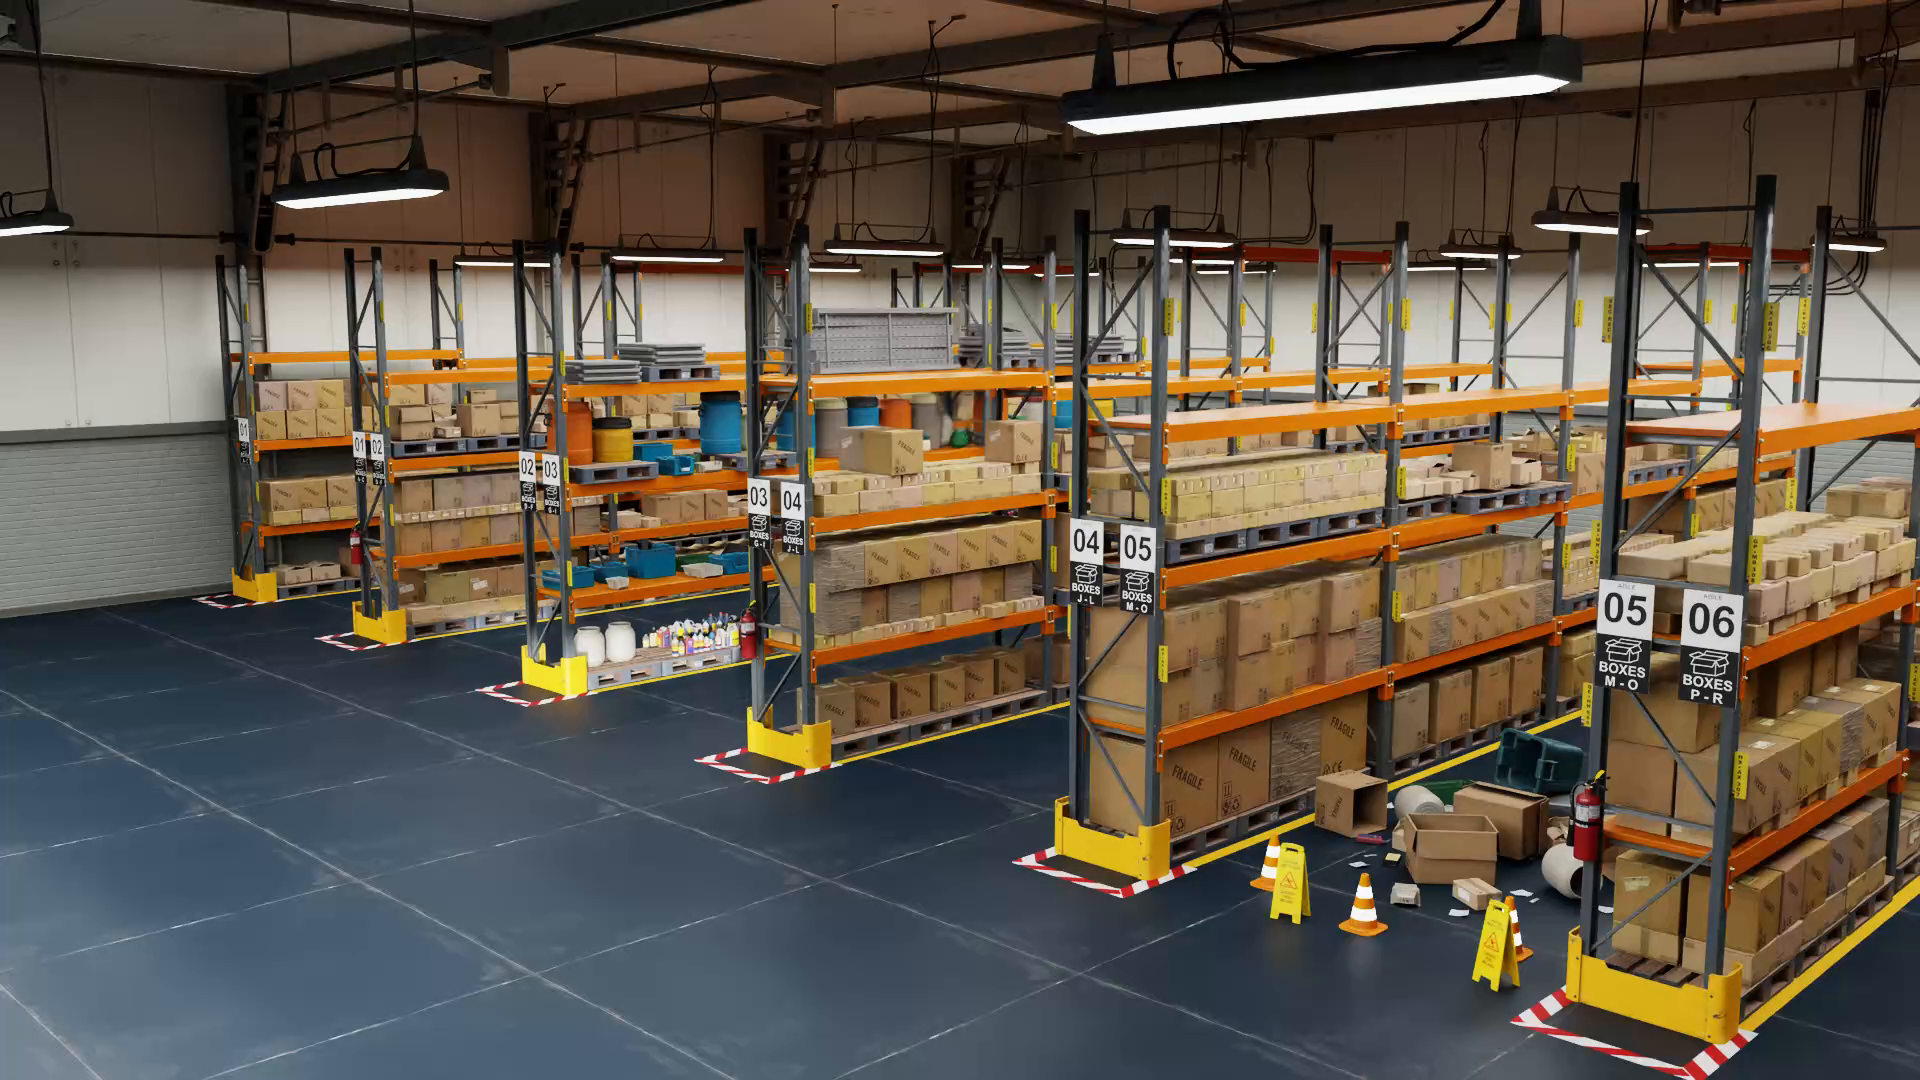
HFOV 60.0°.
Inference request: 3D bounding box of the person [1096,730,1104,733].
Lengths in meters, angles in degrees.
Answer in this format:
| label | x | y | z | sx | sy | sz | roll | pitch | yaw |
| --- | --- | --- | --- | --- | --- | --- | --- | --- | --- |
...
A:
| label | x | y | z | sx | sy | sz | roll | pitch | yaw |
| --- | --- | --- | --- | --- | --- | --- | --- | --- | --- |
| person | 1.953 | 1.509 | 20.164 | 0.643 | 1.641 | 0.959 | 5 | 10 | 31 |
